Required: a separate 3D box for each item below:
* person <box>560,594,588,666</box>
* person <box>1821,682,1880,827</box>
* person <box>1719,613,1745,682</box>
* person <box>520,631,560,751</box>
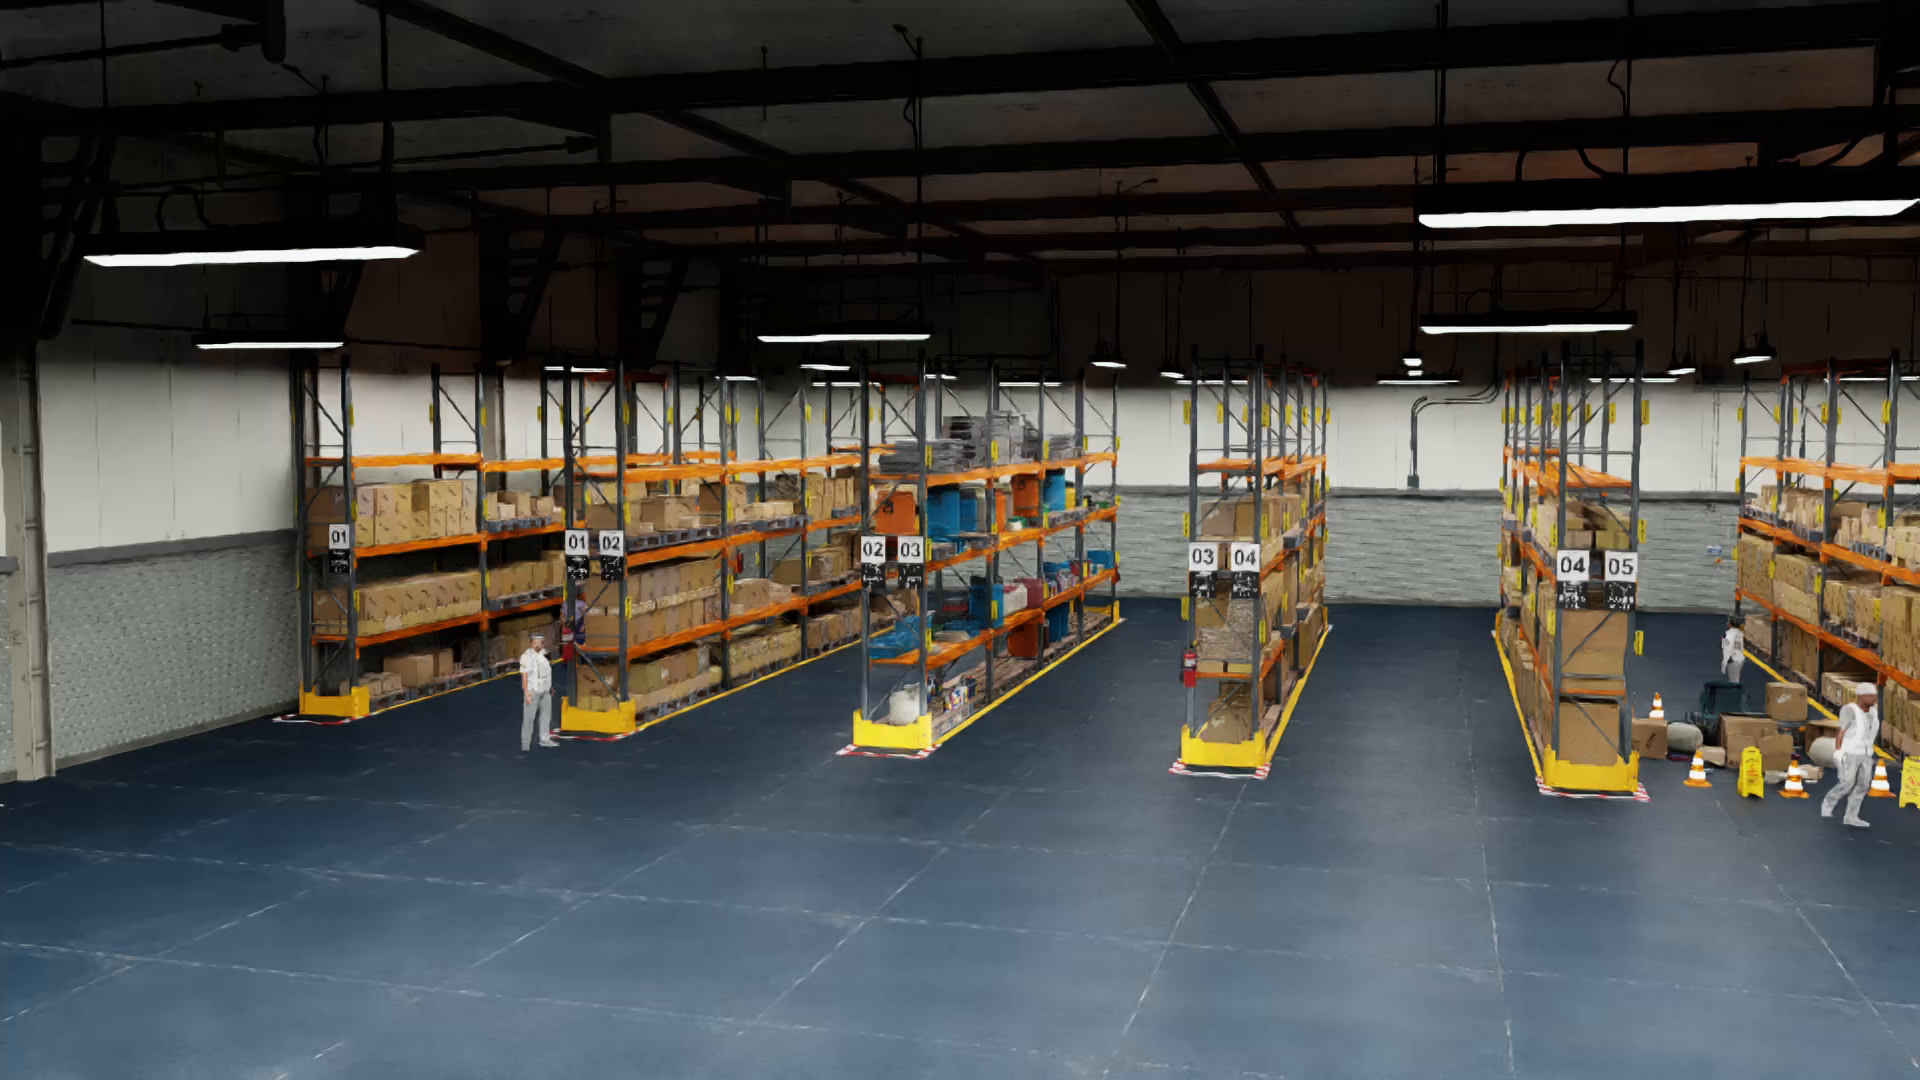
[{"bbox_3d":[-7.668,1.735,33.066,0.625,1.596,0.517,1,4,13],"label":"person"},{"bbox_3d":[10.886,2.598,20.317,0.600,1.773,0.573,-2,5,-20],"label":"person"},{"bbox_3d":[12.932,2.066,27.880,0.538,1.665,0.572,4,6,43],"label":"person"},{"bbox_3d":[-6.327,2.245,24.894,0.423,1.763,0.640,2,5,30],"label":"person"}]
